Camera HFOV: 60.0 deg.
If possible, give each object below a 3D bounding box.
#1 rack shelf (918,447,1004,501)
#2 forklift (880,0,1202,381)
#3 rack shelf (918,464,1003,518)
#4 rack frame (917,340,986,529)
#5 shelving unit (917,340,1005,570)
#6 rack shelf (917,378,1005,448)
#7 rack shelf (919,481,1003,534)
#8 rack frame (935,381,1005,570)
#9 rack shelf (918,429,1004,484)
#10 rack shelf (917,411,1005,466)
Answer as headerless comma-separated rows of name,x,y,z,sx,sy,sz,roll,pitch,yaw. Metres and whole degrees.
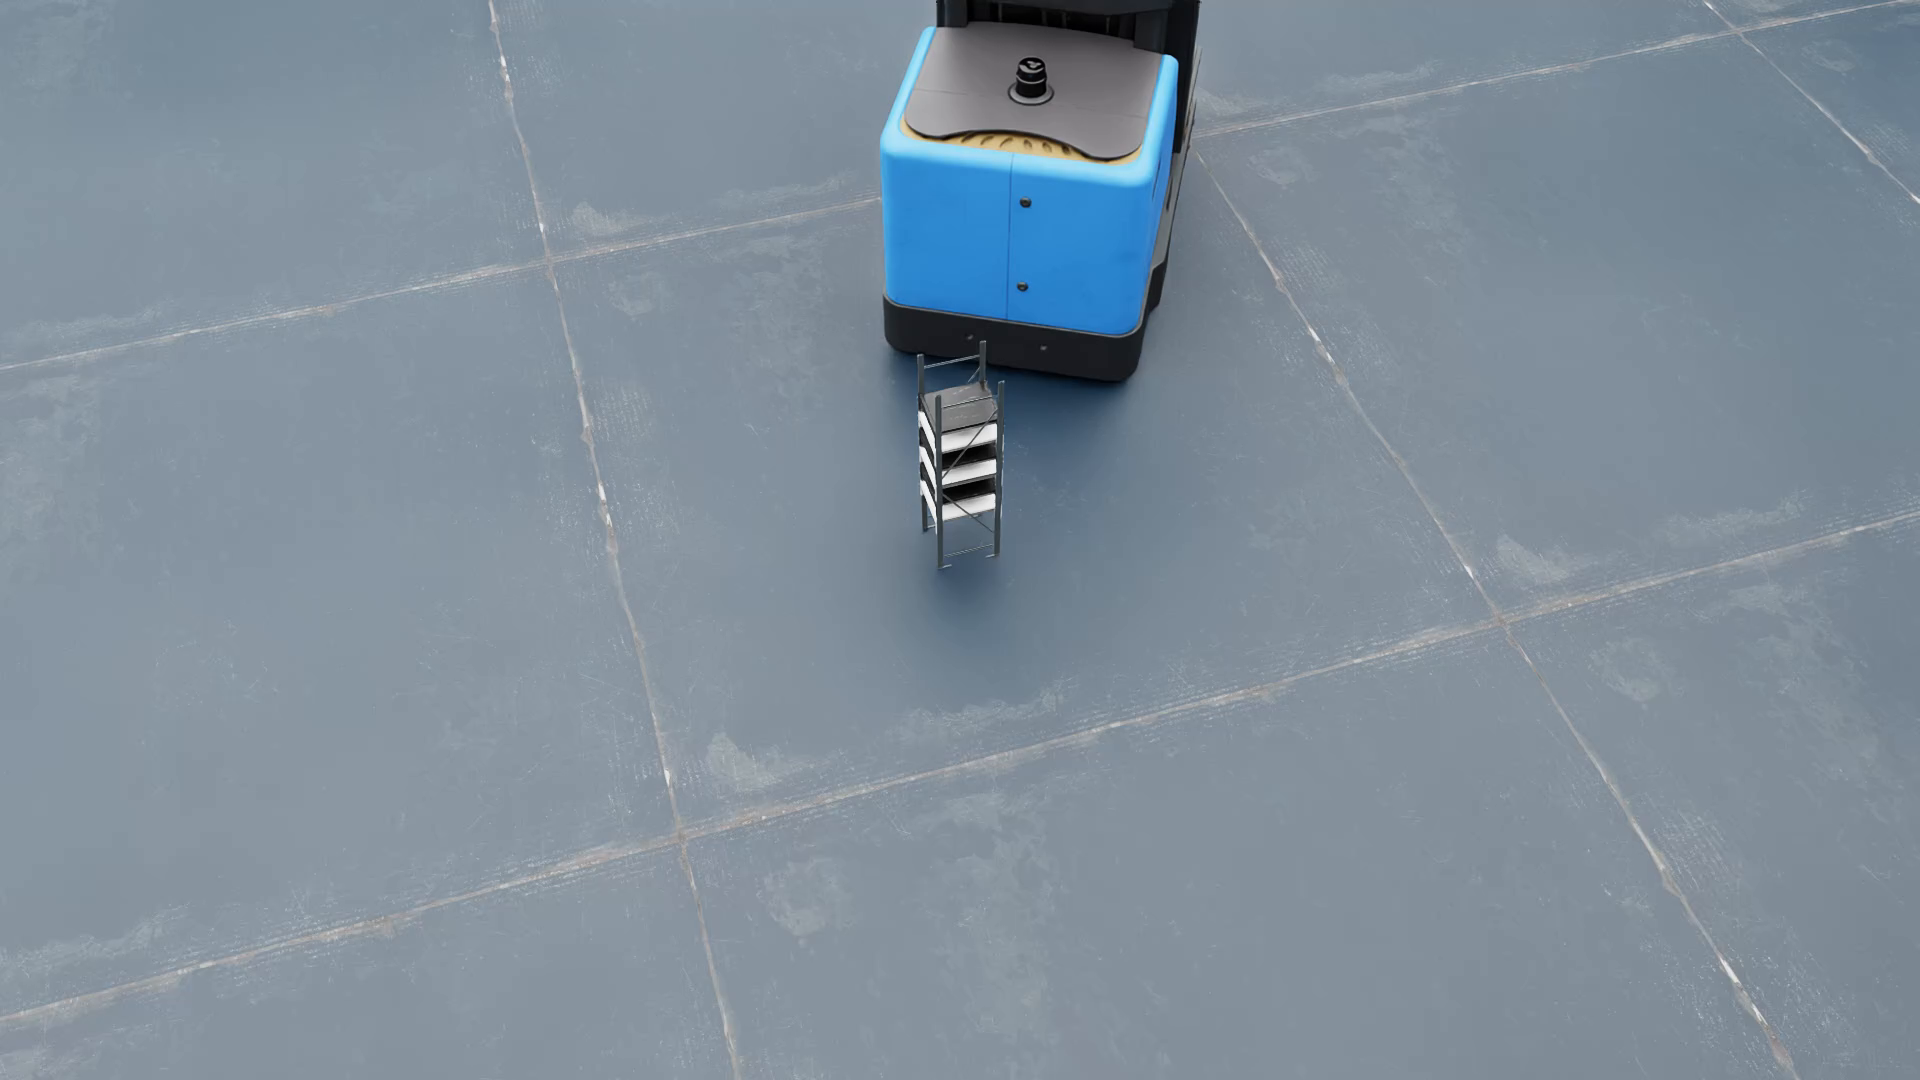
rack shelf,0.002,-0.263,5.926,0.258,0.077,0.200,-13,51,-11
forklift,0.495,-2.738,6.641,1.130,2.935,3.031,9,50,8
rack shelf,0.002,-0.205,5.995,0.258,0.077,0.200,-13,51,-11
rack frame,-0.028,-0.358,5.964,0.240,0.900,0.006,-13,51,-11
shelving unit,0.002,-0.284,5.901,0.258,0.900,0.210,-13,51,-11
rack shelf,0.002,-0.437,5.720,0.258,0.077,0.200,-13,51,-11
rack shelf,0.002,-0.147,6.064,0.258,0.077,0.200,-13,51,-11
rack frame,0.032,-0.210,5.838,0.240,0.900,0.006,-13,51,-11
rack shelf,0.002,-0.321,5.858,0.258,0.077,0.200,-13,51,-11
rack shelf,0.002,-0.379,5.789,0.258,0.077,0.200,-13,51,-11
